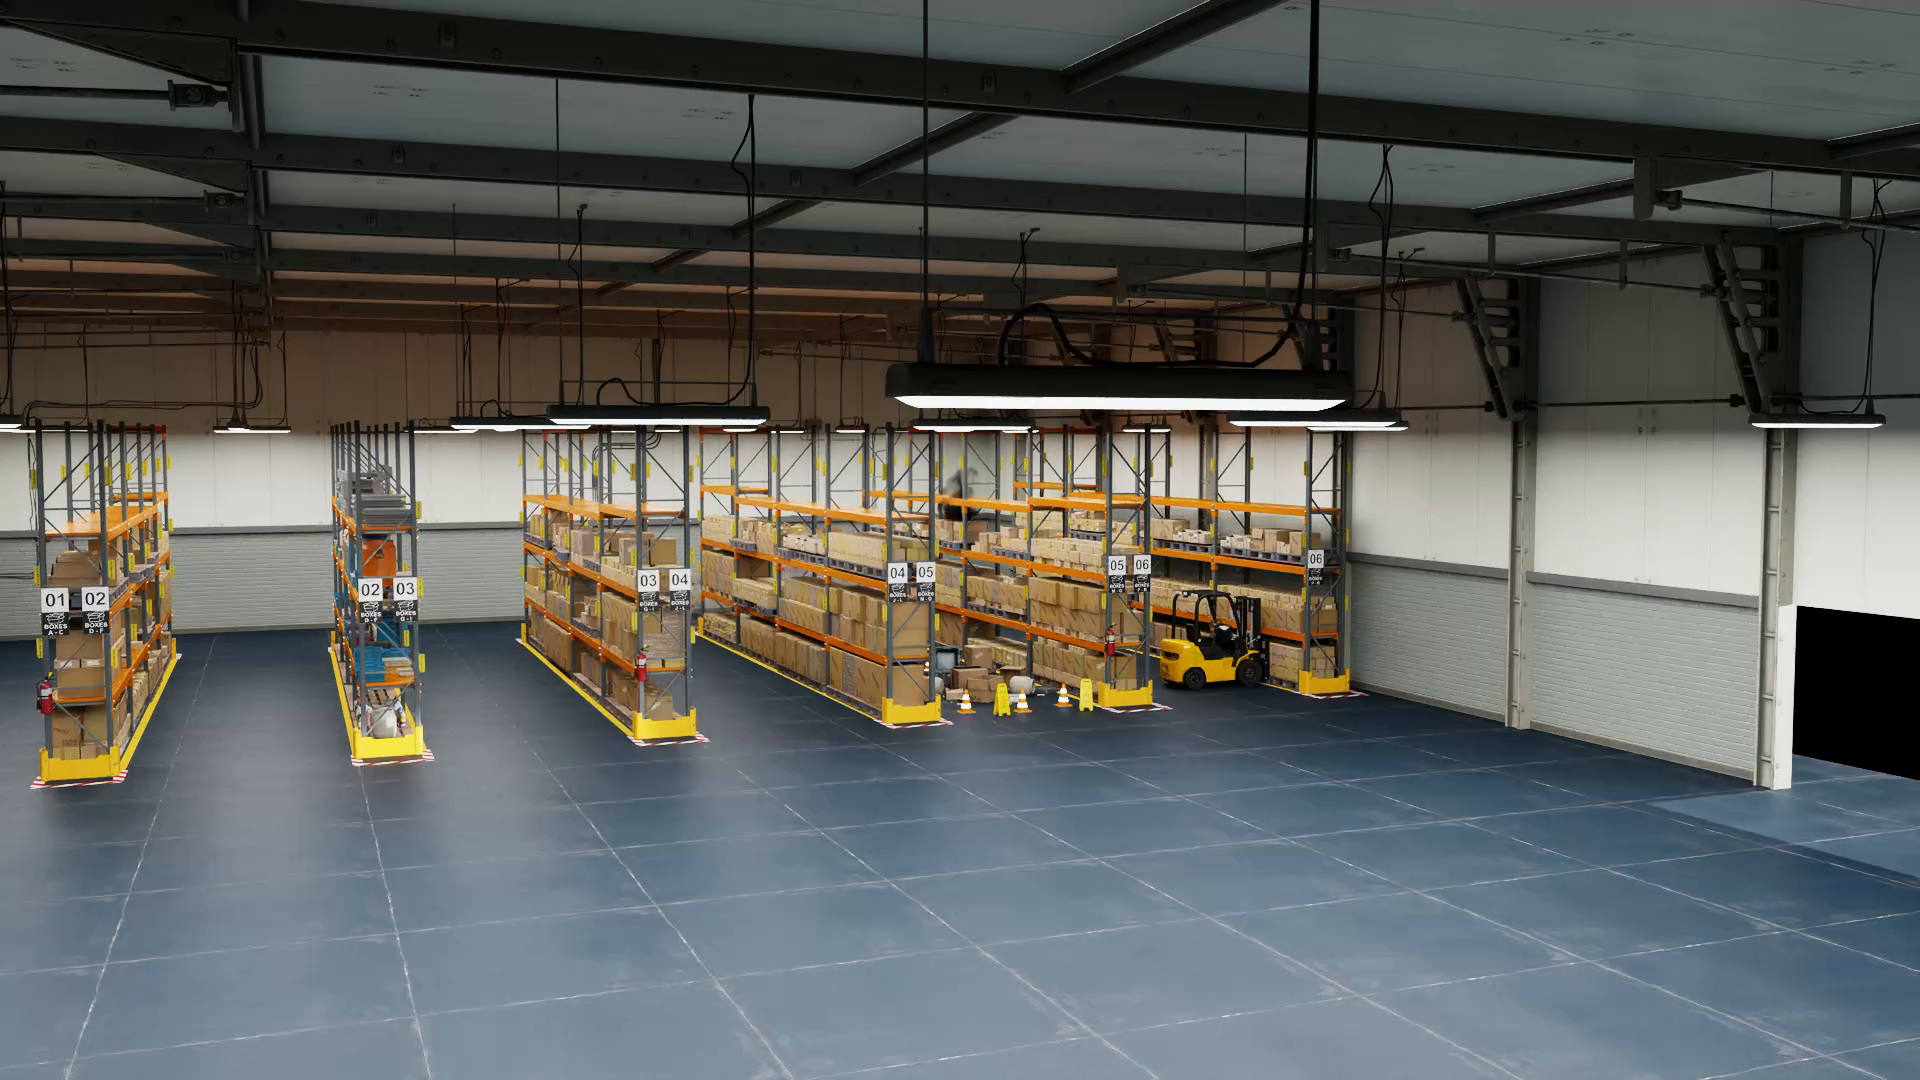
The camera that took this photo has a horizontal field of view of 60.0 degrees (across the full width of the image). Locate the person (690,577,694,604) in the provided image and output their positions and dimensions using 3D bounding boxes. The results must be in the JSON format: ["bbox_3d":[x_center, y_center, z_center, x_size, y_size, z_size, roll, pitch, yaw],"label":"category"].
[{"bbox_3d":[-8.025,1.476,48.959,0.484,0.836,0.569,-3,4,-36],"label":"person"}]

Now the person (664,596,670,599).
[{"bbox_3d":[-8.474,1.939,46.974,0.711,1.688,0.615,0,4,-4],"label":"person"}]

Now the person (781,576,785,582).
[{"bbox_3d":[-5.376,1.691,50.226,0.655,1.793,0.622,-1,4,-18],"label":"person"}]
